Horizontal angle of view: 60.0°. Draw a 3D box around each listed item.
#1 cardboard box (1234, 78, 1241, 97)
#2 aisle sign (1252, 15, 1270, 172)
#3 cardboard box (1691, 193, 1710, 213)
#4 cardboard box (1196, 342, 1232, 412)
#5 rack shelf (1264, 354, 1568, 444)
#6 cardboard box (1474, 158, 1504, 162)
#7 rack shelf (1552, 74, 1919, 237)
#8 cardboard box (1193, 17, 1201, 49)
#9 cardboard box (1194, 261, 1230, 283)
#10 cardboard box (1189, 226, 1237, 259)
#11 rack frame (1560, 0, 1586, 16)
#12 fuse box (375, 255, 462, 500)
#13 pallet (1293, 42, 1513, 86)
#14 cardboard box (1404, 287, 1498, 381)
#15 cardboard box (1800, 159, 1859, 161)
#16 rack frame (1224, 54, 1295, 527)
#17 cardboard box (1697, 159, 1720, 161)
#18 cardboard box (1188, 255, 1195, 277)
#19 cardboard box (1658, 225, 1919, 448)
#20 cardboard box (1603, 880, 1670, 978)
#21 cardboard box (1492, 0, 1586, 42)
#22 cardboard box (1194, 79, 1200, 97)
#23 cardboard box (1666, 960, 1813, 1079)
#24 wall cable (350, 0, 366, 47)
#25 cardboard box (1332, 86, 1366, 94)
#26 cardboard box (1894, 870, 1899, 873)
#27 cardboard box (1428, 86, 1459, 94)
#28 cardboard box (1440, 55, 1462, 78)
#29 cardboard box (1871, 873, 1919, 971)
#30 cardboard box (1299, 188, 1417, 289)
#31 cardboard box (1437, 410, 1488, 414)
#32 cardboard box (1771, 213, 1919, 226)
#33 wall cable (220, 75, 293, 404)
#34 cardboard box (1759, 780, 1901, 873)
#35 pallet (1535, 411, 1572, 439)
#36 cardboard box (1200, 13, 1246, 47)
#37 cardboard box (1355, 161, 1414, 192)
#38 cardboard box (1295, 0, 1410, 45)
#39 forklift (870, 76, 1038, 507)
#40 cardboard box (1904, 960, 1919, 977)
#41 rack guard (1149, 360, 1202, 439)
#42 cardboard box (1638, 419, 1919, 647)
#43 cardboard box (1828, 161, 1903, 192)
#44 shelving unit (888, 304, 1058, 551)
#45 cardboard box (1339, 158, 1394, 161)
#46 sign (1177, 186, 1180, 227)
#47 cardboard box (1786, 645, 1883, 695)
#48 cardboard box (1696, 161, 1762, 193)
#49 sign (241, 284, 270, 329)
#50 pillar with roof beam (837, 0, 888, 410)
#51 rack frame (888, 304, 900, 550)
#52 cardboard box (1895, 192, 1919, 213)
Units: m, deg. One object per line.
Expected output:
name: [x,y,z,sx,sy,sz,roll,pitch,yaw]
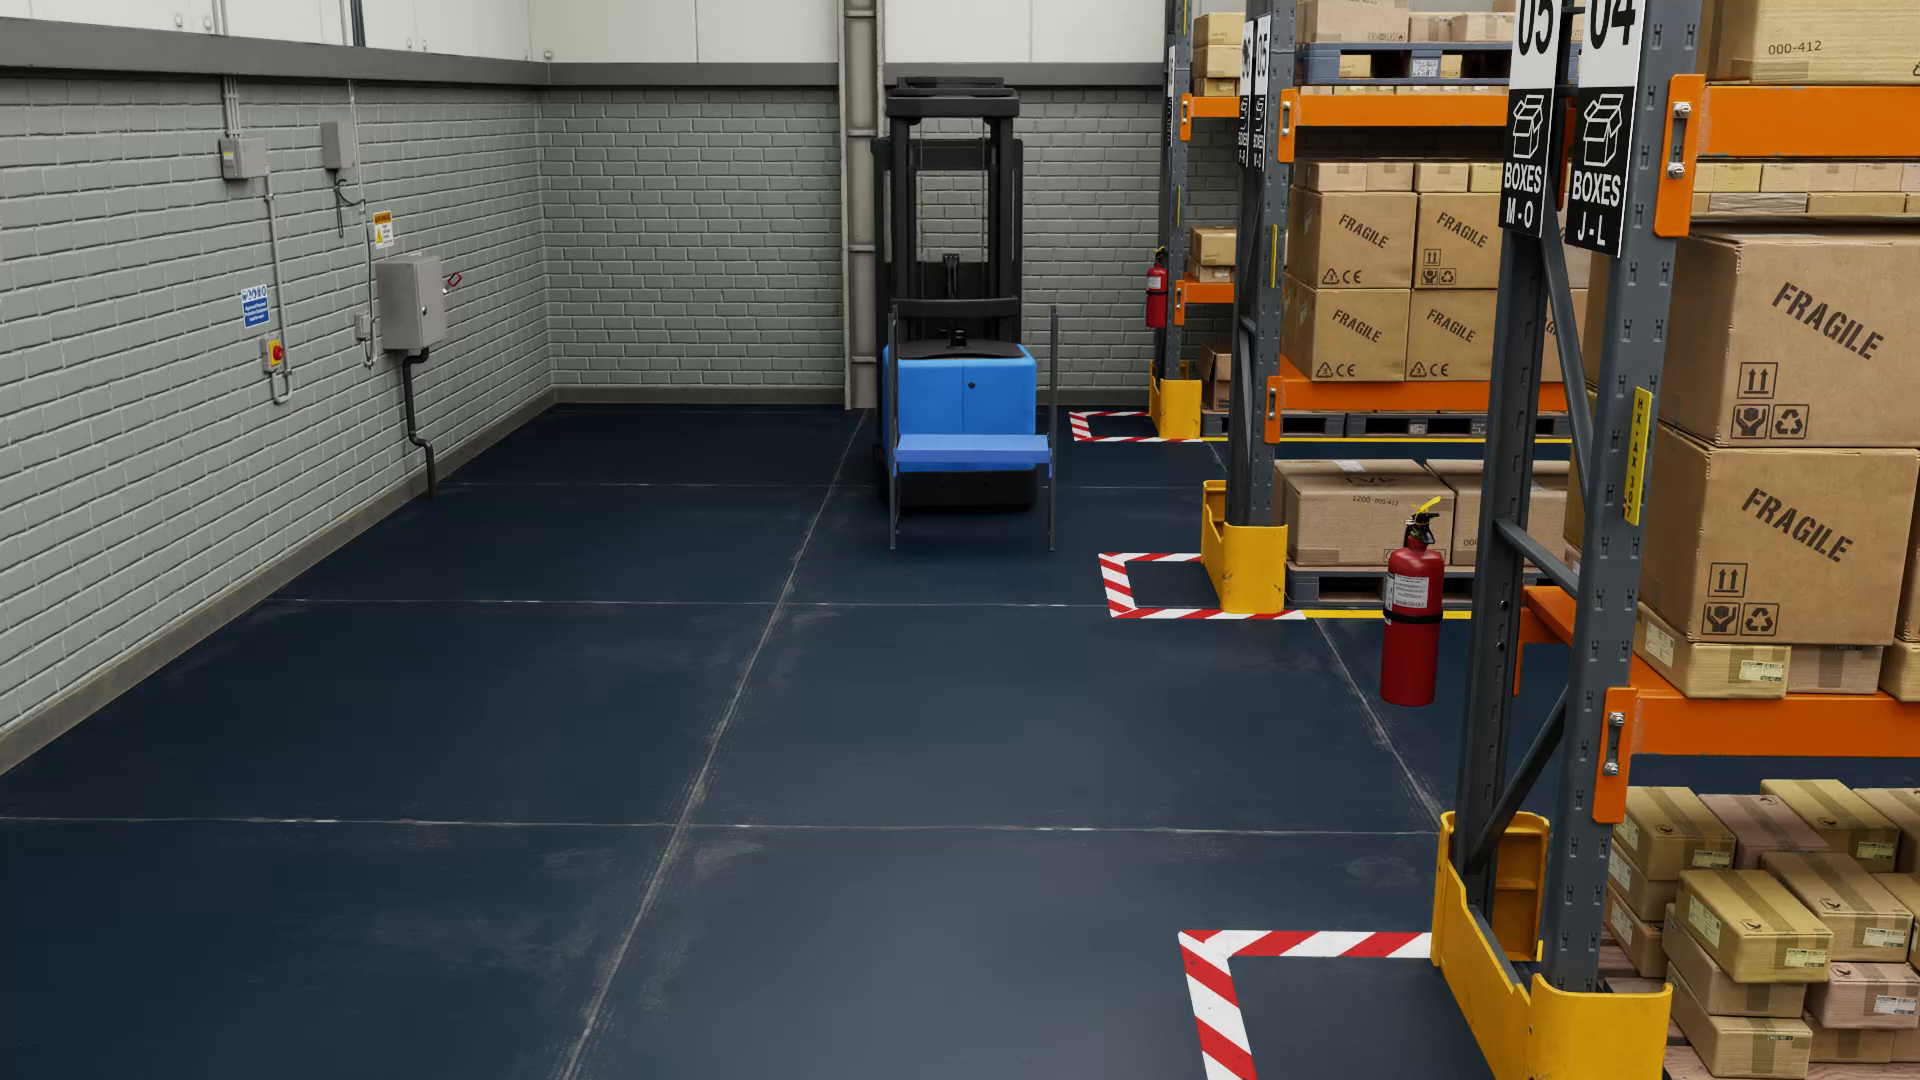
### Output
cardboard box: [2.378,-3.724,13.688,0.250,0.149,0.380,1,15,2]
aisle sign: [1.600,-2.369,8.845,0.004,0.787,0.394,0,15,1]
cardboard box: [3.682,-1.636,9.005,0.500,0.500,0.500,0,15,2]
cardboard box: [2.411,-1.420,14.411,0.637,0.503,0.797,0,15,-1]
rack shelf: [3.679,-0.825,9.497,4.000,0.370,1.077,0,15,1]
cardboard box: [3.068,-2.072,9.388,0.250,0.149,0.380,0,15,1]
rack shelf: [3.653,-1.012,4.327,4.000,0.370,1.077,0,15,1]
cardboard box: [2.254,-4.283,14.047,0.500,0.250,0.500,0,15,0]
cardboard box: [2.124,-2.258,14.012,0.250,0.149,0.380,0,15,1]
cardboard box: [2.269,-2.588,14.479,0.500,0.250,0.500,1,15,3]
rack frame: [1.654,-2.824,3.902,0.127,3.000,1.000,0,15,1]
fuse box: [-3.759,-1.128,11.763,0.414,1.711,0.539,0,15,1]
pallet: [2.421,-2.591,9.075,1.213,0.211,1.003,0,15,1]
cardboard box: [2.658,-1.162,9.167,0.500,0.500,0.500,0,15,1]
cardboard box: [4.856,-2.062,9.348,0.250,0.149,0.380,0,15,1]
rack frame: [1.679,-1.186,9.455,0.127,3.000,1.000,0,15,1]
cardboard box: [4.091,-2.069,9.375,0.250,0.149,0.380,0,15,1]
cardboard box: [2.140,-2.397,14.536,0.250,0.149,0.380,0,15,1]
cardboard box: [2.096,-0.528,4.222,0.500,0.500,0.500,0,15,1]
cardboard box: [2.185,1.203,5.166,0.250,0.149,0.380,1,15,2]
cardboard box: [3.174,-2.822,8.932,0.500,0.311,0.500,1,15,2]
cardboard box: [2.128,-3.838,14.118,0.250,0.149,0.380,1,15,3]
cardboard box: [2.169,1.338,4.655,0.250,0.149,0.380,1,15,3]
wall cable: [-3.884,-4.972,11.972,0.133,3.039,2.988,0,15,1]
cardboard box: [3.142,-3.691,13.561,0.250,0.149,0.380,0,15,1]
cardboard box: [2.974,1.070,5.086,0.250,0.149,0.380,0,15,1]
cardboard box: [3.894,-3.684,13.536,0.250,0.149,0.380,1,15,3]
cardboard box: [3.776,-3.899,13.569,0.500,0.250,0.500,0,15,1]
cardboard box: [2.696,1.060,4.540,0.250,0.149,0.380,0,15,1]
cardboard box: [2.152,-1.642,9.027,0.500,0.500,0.500,0,15,0]
cardboard box: [4.303,-1.396,14.327,0.500,0.500,0.700,0,15,-1]
cardboard box: [2.624,-0.656,4.706,0.500,0.500,0.500,0,15,0]
wall cable: [-3.958,-1.723,9.438,0.123,1.953,0.585,0,15,1]
cardboard box: [2.701,0.889,5.189,0.250,0.149,0.380,0,15,0]
pallet: [5.114,-1.082,14.528,1.213,0.211,1.003,0,15,1]
cardboard box: [2.239,-4.148,13.534,0.500,0.250,0.500,0,15,1]
cardboard box: [2.291,-1.975,9.018,0.250,0.149,0.380,1,15,3]
cardboard box: [2.131,-2.835,9.101,0.500,0.250,0.500,-1,15,-4]
forklift: [-0.106,-1.971,12.564,1.130,2.935,3.031,-1,15,-5]
cardboard box: [2.690,1.173,4.697,0.250,0.149,0.380,1,15,2]
rack guard: [1.878,-1.243,14.570,0.348,0.500,1.175,0,15,1]
cardboard box: [2.095,-0.042,4.339,0.500,0.500,0.500,1,15,4]
cardboard box: [4.852,-1.960,8.960,0.250,0.149,0.380,0,15,1]
shelving unit: [0.085,-0.725,10.647,1.048,1.500,0.538,0,15,1]
cardboard box: [2.297,-2.085,9.434,0.250,0.149,0.380,1,15,2]
sign: [1.788,-2.732,13.618,0.005,0.325,0.100,0,15,1]
cardboard box: [2.225,0.275,4.409,0.250,0.149,0.380,1,15,3]
cardboard box: [4.085,-1.951,8.926,0.250,0.149,0.380,0,15,0]
sign: [-4.021,-1.335,9.492,0.001,0.218,0.327,0,15,1]
pillar with roof beam: [-0.980,-4.502,10.264,0.400,9.000,9.100,0,15,1]
rack frame: [-0.423,-0.728,10.659,0.032,1.500,0.500,0,15,1]
cardboard box: [5.199,-1.624,8.961,0.500,0.500,0.500,0,15,1]
